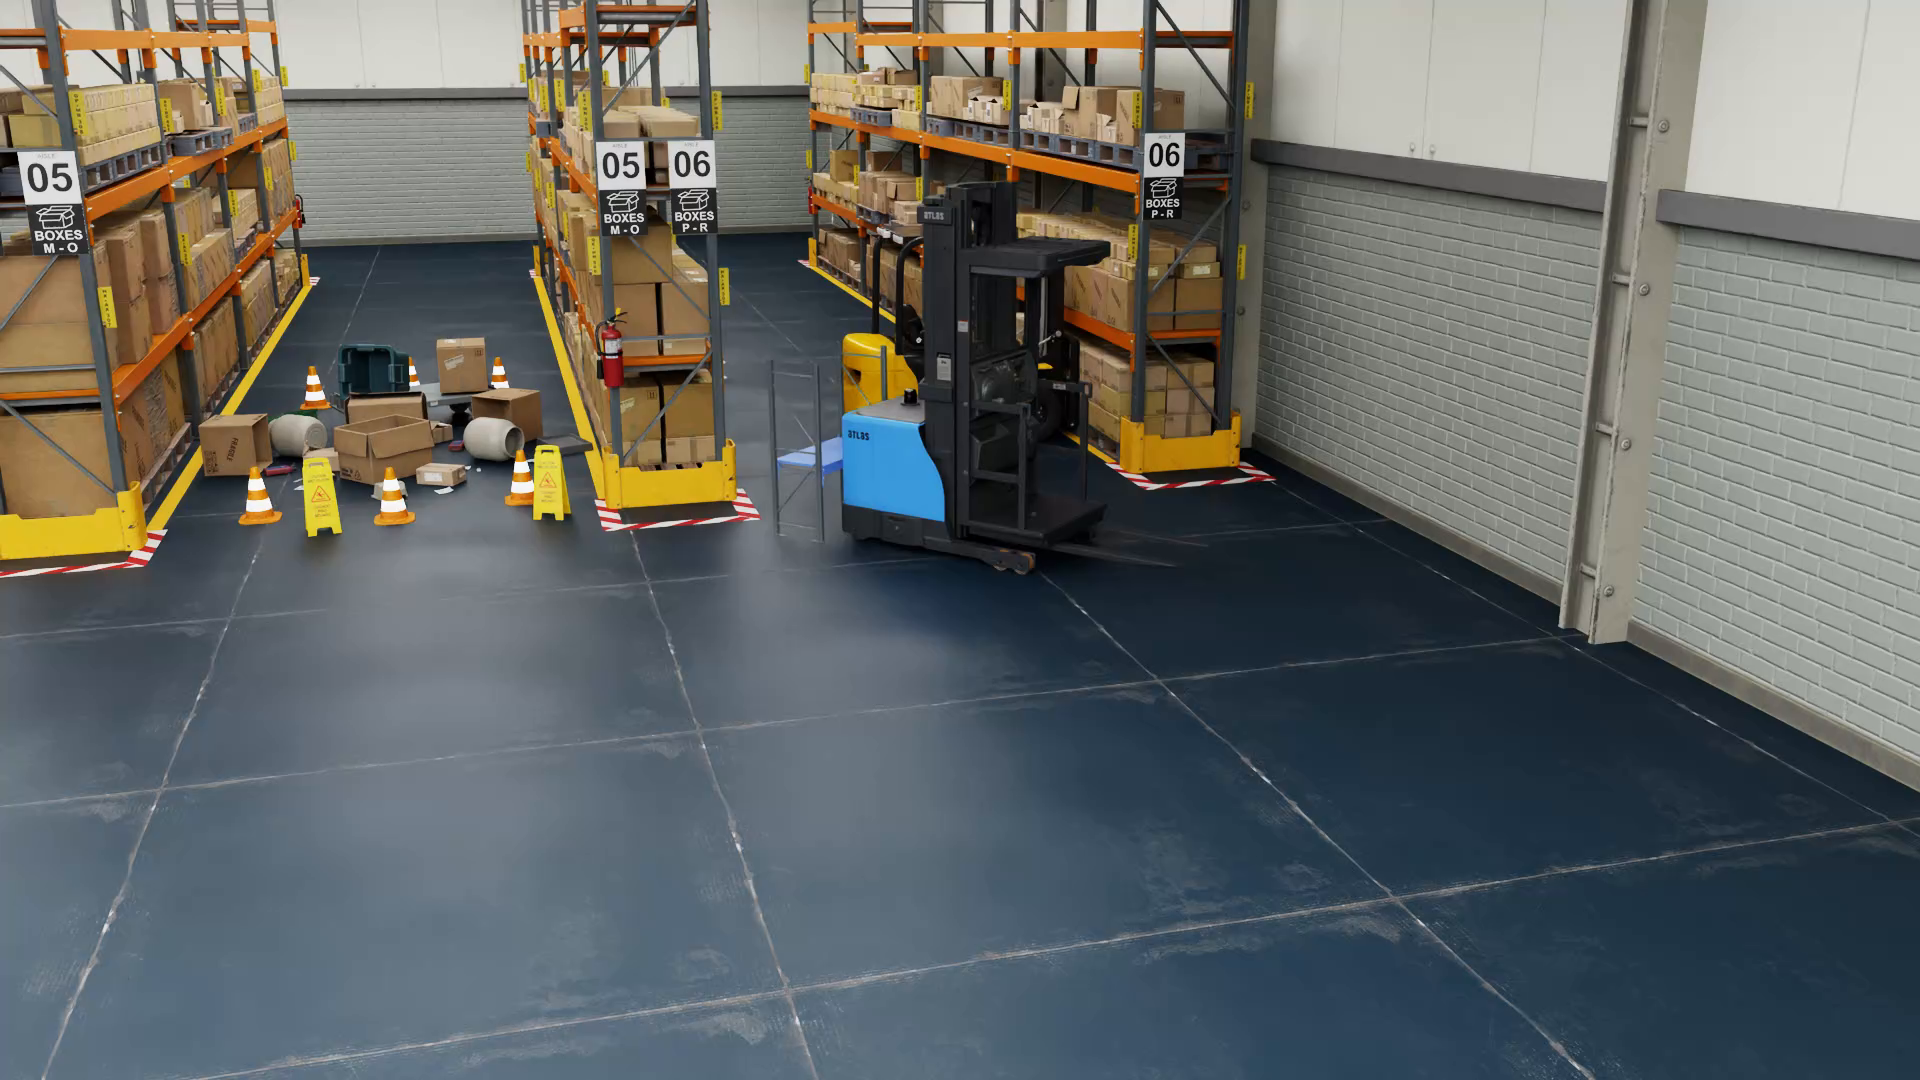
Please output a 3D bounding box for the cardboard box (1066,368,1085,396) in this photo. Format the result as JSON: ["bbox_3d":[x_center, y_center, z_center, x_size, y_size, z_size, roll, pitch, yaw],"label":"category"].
[{"bbox_3d":[1.435,-1.689,17.543,0.500,0.250,0.500,-5,17,-17],"label":"cardboard box"}]

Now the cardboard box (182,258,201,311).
[{"bbox_3d":[-8.330,-2.683,17.497,0.500,0.500,0.500,-4,17,-15],"label":"cardboard box"}]

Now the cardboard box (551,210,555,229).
[{"bbox_3d":[-5.333,-4.417,22.836,0.500,0.250,0.500,-5,17,-17],"label":"cardboard box"}]

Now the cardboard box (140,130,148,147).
[{"bbox_3d":[-7.824,-3.747,15.530,0.380,0.149,0.250,-5,17,-15],"label":"cardboard box"}]

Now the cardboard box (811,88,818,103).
[{"bbox_3d":[-2.379,-7.964,29.779,0.500,0.250,0.500,-5,17,-16],"label":"cardboard box"}]

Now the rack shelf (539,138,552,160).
[{"bbox_3d":[-5.361,-5.640,23.550,1.077,0.370,4.000,-5,17,-15],"label":"rack shelf"}]

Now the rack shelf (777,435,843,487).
[{"bbox_3d":[-1.103,-0.685,14.245,0.538,0.185,1.000,9,19,29],"label":"rack shelf"}]

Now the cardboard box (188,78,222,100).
[{"bbox_3d":[-9.531,-5.703,21.004,0.396,0.266,0.258,-5,17,-15],"label":"cardboard box"}]

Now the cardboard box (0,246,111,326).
[{"bbox_3d":[-7.409,-2.057,13.448,0.875,0.550,0.550,-5,17,-15],"label":"cardboard box"}]

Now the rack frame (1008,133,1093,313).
[{"bbox_3d":[1.059,-3.281,19.662,1.000,3.000,0.127,-5,17,-15],"label":"rack frame"}]

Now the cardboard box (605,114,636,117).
[{"bbox_3d":[-3.239,-3.910,15.593,0.380,0.149,0.250,-5,17,-17],"label":"cardboard box"}]

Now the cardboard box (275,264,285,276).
[{"bbox_3d":[-10.759,-4.208,25.938,0.380,0.149,0.250,-4,17,-14],"label":"cardboard box"}]

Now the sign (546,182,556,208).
[{"bbox_3d":[-5.344,-4.504,21.720,0.100,0.325,0.005,-5,17,-15],"label":"sign"}]

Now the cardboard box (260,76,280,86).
[{"bbox_3d":[-11.368,-7.514,27.239,0.380,0.149,0.250,-5,17,-16],"label":"cardboard box"}]

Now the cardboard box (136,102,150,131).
[{"bbox_3d":[-7.923,-3.969,15.578,0.500,0.250,0.500,-5,17,-15],"label":"cardboard box"}]

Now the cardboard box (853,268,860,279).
[{"bbox_3d":[-1.575,-4.461,27.815,0.380,0.149,0.250,-5,18,-17],"label":"cardboard box"}]

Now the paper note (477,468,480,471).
[{"bbox_3d":[-4.695,-0.687,16.222,0.032,0.001,0.123,-5,17,-15],"label":"paper note"}]

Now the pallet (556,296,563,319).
[{"bbox_3d":[-5.626,-3.558,25.430,1.003,0.211,1.213,-5,17,-15],"label":"pallet"}]

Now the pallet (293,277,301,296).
[{"bbox_3d":[-11.532,-4.204,27.581,1.003,0.211,1.213,-5,17,-15],"label":"pallet"}]

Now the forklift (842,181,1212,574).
[{"bbox_3d":[0.529,-1.307,13.208,3.031,2.935,1.130,10,20,31],"label":"forklift"}]

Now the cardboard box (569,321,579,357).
[{"bbox_3d":[-4.455,-2.577,21.153,0.950,0.372,0.625,-5,17,-16],"label":"cardboard box"}]

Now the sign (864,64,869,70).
[{"bbox_3d":[-1.699,-8.500,30.281,0.100,0.325,0.005,-5,17,-15],"label":"sign"}]

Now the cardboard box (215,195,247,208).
[{"bbox_3d":[-10.064,-4.665,22.941,0.380,0.149,0.250,-5,18,-17],"label":"cardboard box"}]

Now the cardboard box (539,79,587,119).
[{"bbox_3d":[-5.266,-5.939,22.391,0.700,0.500,0.500,-6,18,-18],"label":"cardboard box"}]

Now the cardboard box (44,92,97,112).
[{"bbox_3d":[-7.269,-3.567,13.546,0.380,0.149,0.250,-5,17,-16],"label":"cardboard box"}]

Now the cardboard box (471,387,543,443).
[{"bbox_3d":[-4.726,-1.288,17.367,0.500,0.500,0.500,7,18,23],"label":"cardboard box"}]

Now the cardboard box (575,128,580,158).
[{"bbox_3d":[-3.438,-3.831,16.021,0.500,0.250,0.500,-5,17,-15],"label":"cardboard box"}]

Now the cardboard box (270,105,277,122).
[{"bbox_3d":[-10.927,-6.624,25.835,0.500,0.250,0.500,-4,17,-13],"label":"cardboard box"}]

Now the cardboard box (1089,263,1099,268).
[{"bbox_3d":[1.507,-2.892,17.064,0.380,0.149,0.250,-5,18,-17],"label":"cardboard box"}]

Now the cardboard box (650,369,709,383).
[{"bbox_3d":[-2.724,-1.421,16.214,0.500,0.500,0.500,-5,18,-17],"label":"cardboard box"}]

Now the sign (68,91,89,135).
[{"bbox_3d":[-6.809,-3.298,12.845,0.100,0.325,0.005,-5,17,-15],"label":"sign"}]

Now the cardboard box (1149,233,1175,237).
[{"bbox_3d":[1.996,-3.073,17.151,0.380,0.149,0.250,-4,17,-14],"label":"cardboard box"}]

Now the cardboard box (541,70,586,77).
[{"bbox_3d":[-6.312,-7.206,26.431,0.797,0.503,0.637,-3,17,-11],"label":"cardboard box"}]

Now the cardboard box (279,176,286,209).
[{"bbox_3d":[-10.958,-5.453,26.202,0.500,0.500,0.500,-4,17,-12],"label":"cardboard box"}]

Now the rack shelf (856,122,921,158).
[{"bbox_3d":[-0.590,-6.033,24.859,1.077,0.370,4.000,-5,17,-15],"label":"rack shelf"}]

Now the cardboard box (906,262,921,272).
[{"bbox_3d":[-0.583,-4.045,24.692,0.380,0.149,0.250,-4,17,-14],"label":"cardboard box"}]

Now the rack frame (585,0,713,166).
[{"bbox_3d":[-2.613,-4.655,13.806,1.000,3.000,0.127,-5,17,-15],"label":"rack frame"}]

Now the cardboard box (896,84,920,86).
[{"bbox_3d":[-0.775,-6.991,25.812,0.380,0.149,0.250,-5,17,-16],"label":"cardboard box"}]

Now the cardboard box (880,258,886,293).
[{"bbox_3d":[-1.067,-4.200,26.336,0.500,0.500,0.500,-5,17,-16],"label":"cardboard box"}]

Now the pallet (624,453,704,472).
[{"bbox_3d":[-2.823,-0.695,15.898,1.003,0.211,1.213,-5,17,-15],"label":"pallet"}]

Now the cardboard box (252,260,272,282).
[{"bbox_3d":[-10.195,-3.859,23.895,0.500,0.250,0.500,-5,17,-17],"label":"cardboard box"}]

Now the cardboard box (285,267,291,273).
[{"bbox_3d":[-10.970,-4.285,26.710,0.380,0.149,0.250,-4,17,-12],"label":"cardboard box"}]

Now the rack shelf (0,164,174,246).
[{"bbox_3d":[-7.894,-3.008,14.787,1.077,0.370,4.000,-5,17,-15],"label":"rack shelf"}]

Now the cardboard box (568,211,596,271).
[{"bbox_3d":[-3.334,-2.848,15.792,0.700,0.500,0.500,-5,17,-16],"label":"cardboard box"}]

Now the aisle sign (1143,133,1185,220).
[{"bbox_3d":[1.894,-3.379,15.467,0.394,0.787,0.004,-5,17,-15],"label":"aisle sign"}]

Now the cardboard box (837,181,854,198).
[{"bbox_3d":[-1.790,-5.963,28.333,0.500,0.250,0.500,-5,17,-16],"label":"cardboard box"}]

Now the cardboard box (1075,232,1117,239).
[{"bbox_3d":[1.410,-3.104,17.252,0.380,0.149,0.250,-4,17,-14],"label":"cardboard box"}]

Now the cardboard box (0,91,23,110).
[{"bbox_3d":[-8.041,-3.657,13.844,0.380,0.149,0.250,-5,17,-15],"label":"cardboard box"}]

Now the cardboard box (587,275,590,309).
[{"bbox_3d":[-3.415,-2.520,16.435,0.500,0.500,0.500,-4,17,-15],"label":"cardboard box"}]

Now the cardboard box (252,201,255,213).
[{"bbox_3d":[-10.270,-4.738,23.700,0.380,0.149,0.250,-5,17,-15],"label":"cardboard box"}]

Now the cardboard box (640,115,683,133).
[{"bbox_3d":[-2.766,-3.873,15.468,0.380,0.149,0.250,-5,17,-16],"label":"cardboard box"}]

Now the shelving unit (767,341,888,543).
[{"bbox_3d":[-1.104,-0.858,14.193,0.538,1.500,1.048,9,19,29],"label":"shelving unit"}]

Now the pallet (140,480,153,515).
[{"bbox_3d":[-7.640,-0.242,14.390,1.003,0.211,1.213,-5,17,-15],"label":"pallet"}]

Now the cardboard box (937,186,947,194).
[{"bbox_3d":[-0.031,-4.792,23.786,0.500,0.500,0.500,-4,17,-13],"label":"cardboard box"}]

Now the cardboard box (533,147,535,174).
[{"bbox_3d":[-6.854,-6.295,27.782,0.500,0.500,0.500,-5,17,-16],"label":"cardboard box"}]

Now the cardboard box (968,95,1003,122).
[{"bbox_3d":[0.415,-5.318,20.478,0.500,0.311,0.500,-5,18,-17],"label":"cardboard box"}]

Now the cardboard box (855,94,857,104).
[{"bbox_3d":[-1.440,-6.946,26.179,0.380,0.149,0.250,-4,17,-14],"label":"cardboard box"}]
